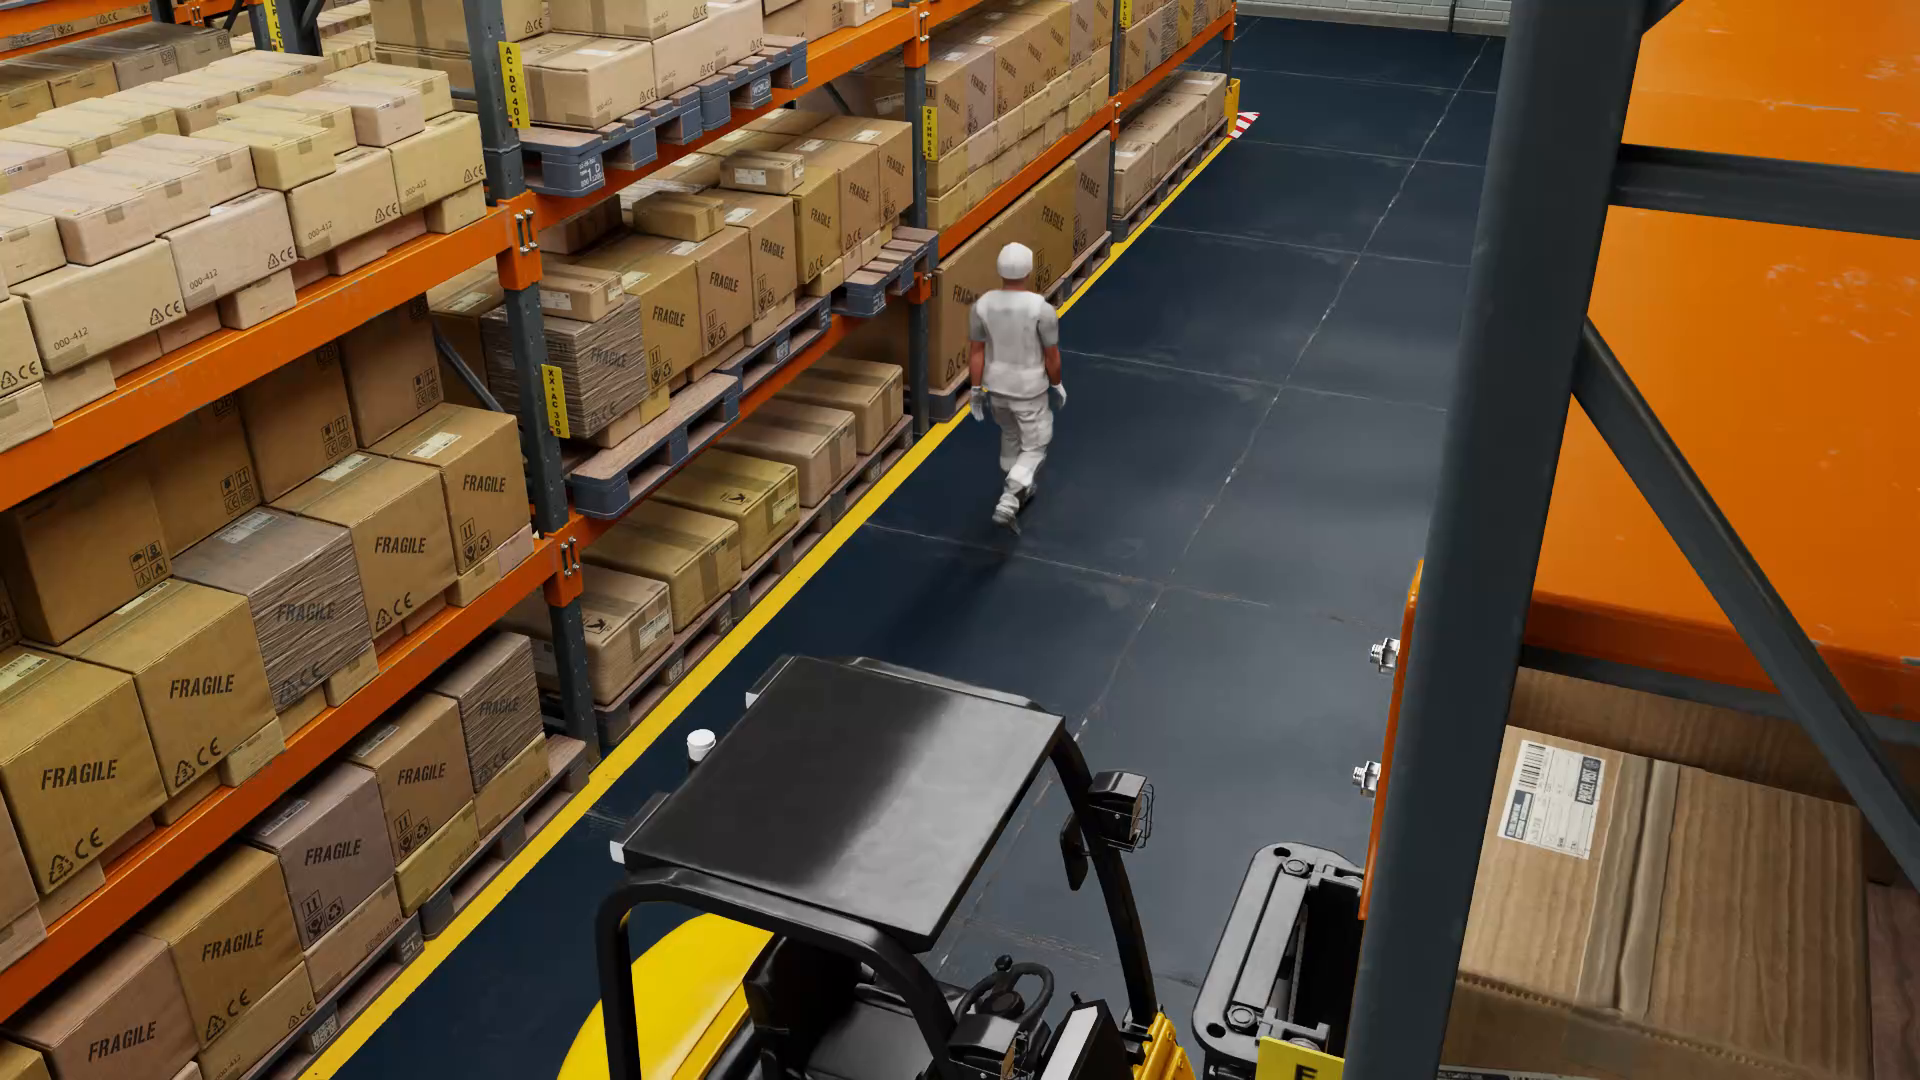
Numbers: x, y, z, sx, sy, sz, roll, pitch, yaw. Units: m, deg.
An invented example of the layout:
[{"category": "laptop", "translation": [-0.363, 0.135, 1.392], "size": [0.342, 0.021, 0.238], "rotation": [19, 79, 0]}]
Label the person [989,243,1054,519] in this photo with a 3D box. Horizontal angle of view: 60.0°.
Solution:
[{"category": "person", "translation": [-16.563, 4.482, 0.141], "size": [22.166, 1.780, 34.439], "rotation": [13, 32, 21]}]
